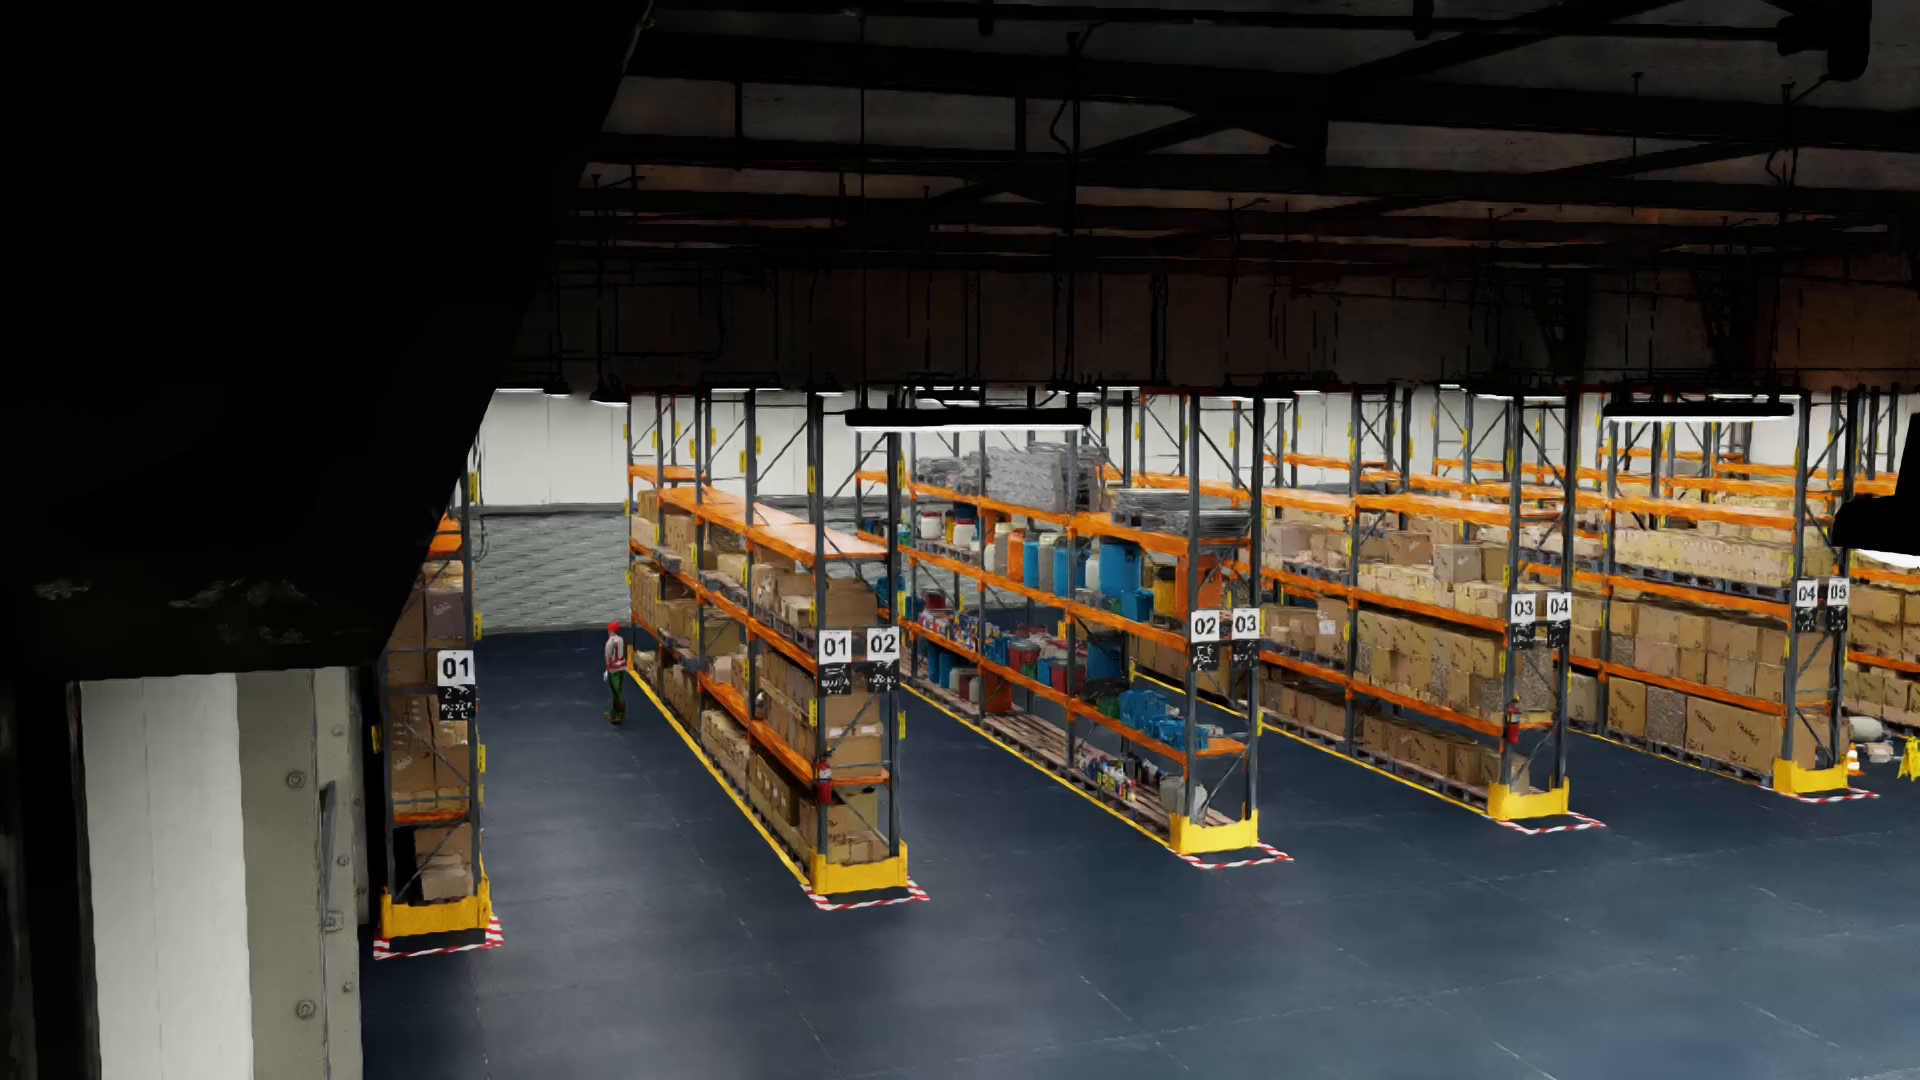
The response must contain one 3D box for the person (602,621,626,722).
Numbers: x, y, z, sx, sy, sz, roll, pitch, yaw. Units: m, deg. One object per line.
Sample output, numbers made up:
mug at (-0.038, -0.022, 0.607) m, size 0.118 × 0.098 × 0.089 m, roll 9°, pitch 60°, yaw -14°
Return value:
person at (-6.240, 2.339, 29.918) m, size 0.561 × 1.787 × 0.661 m, roll 1°, pitch 6°, yaw 12°
